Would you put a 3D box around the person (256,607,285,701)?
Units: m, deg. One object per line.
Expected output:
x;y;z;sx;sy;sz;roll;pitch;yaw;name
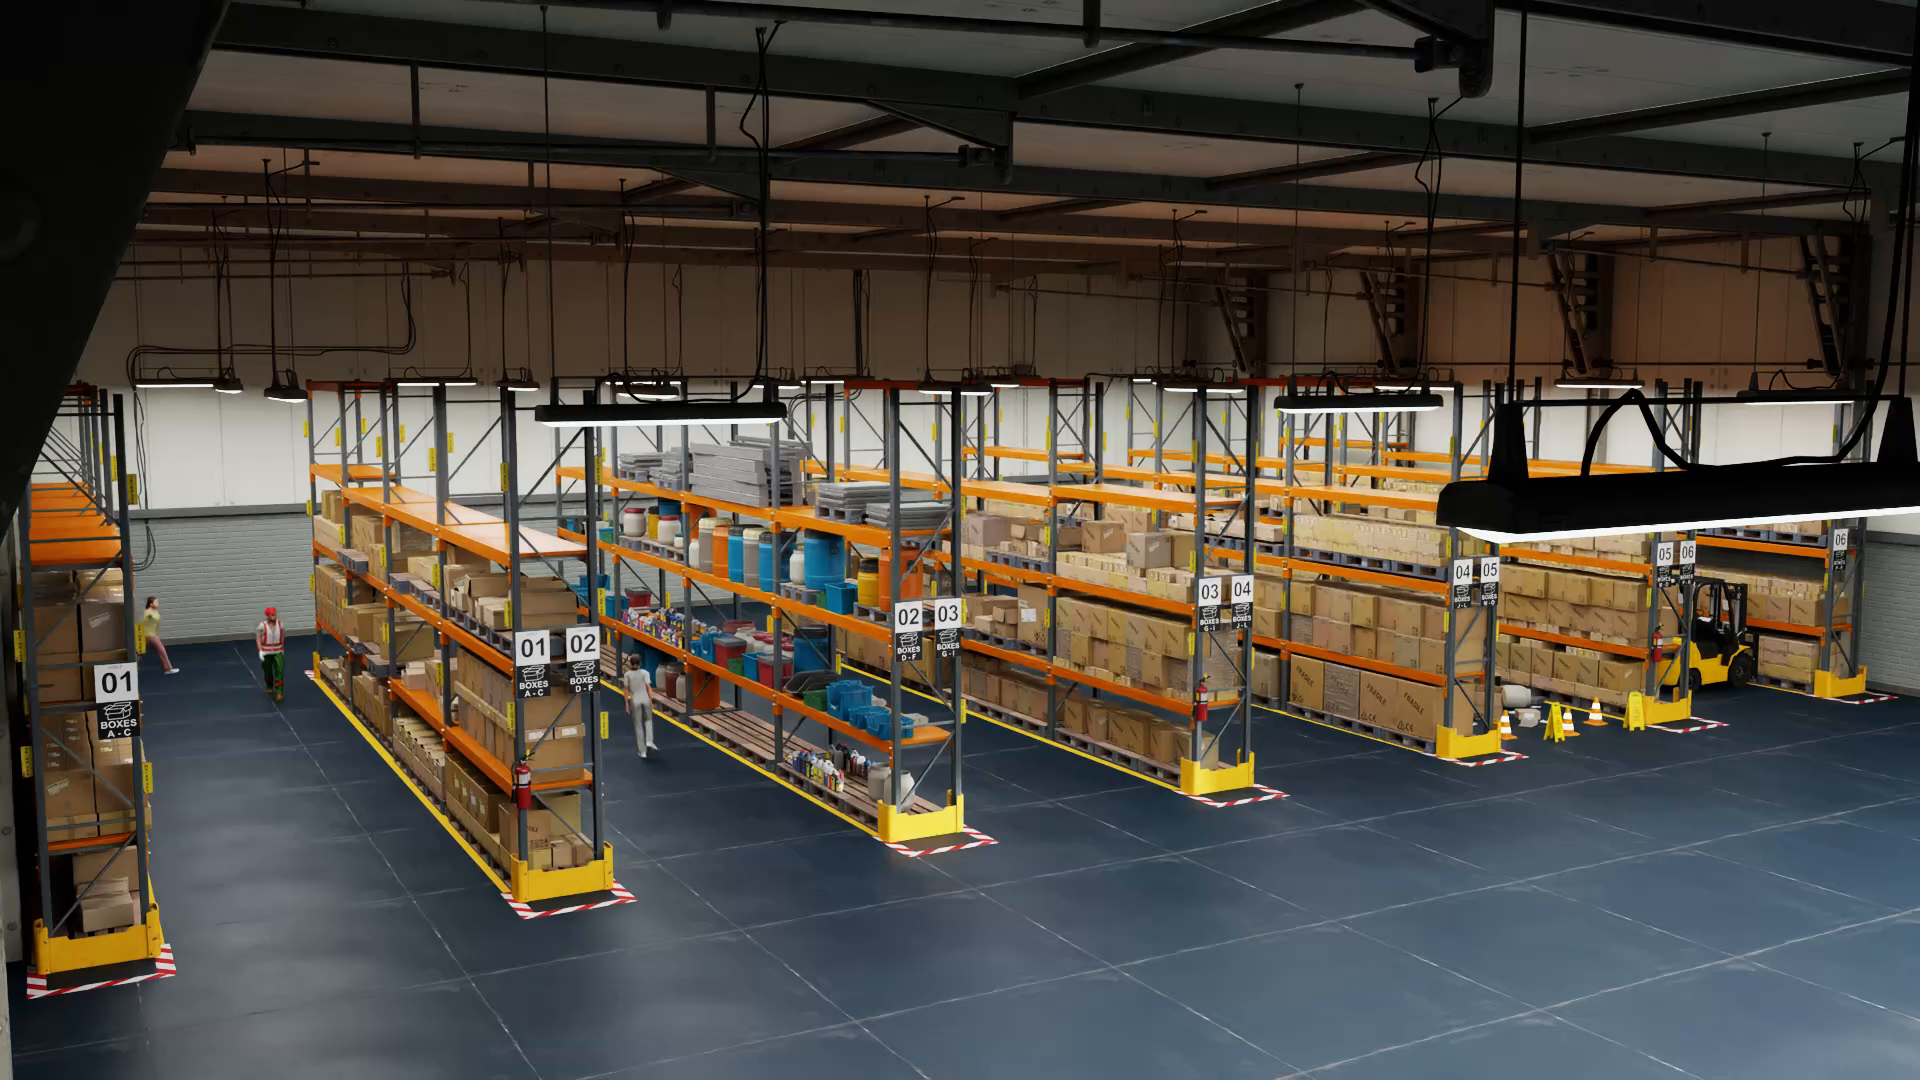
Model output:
-12.966;2.119;31.313;0.514;1.725;1.067;-3;7;-26;person

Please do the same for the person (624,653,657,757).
-5.151;2.649;26.791;0.496;1.659;0.457;-2;7;-21;person

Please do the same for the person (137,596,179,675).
-16.473;1.937;33.829;1.110;1.607;0.440;-1;6;-11;person
